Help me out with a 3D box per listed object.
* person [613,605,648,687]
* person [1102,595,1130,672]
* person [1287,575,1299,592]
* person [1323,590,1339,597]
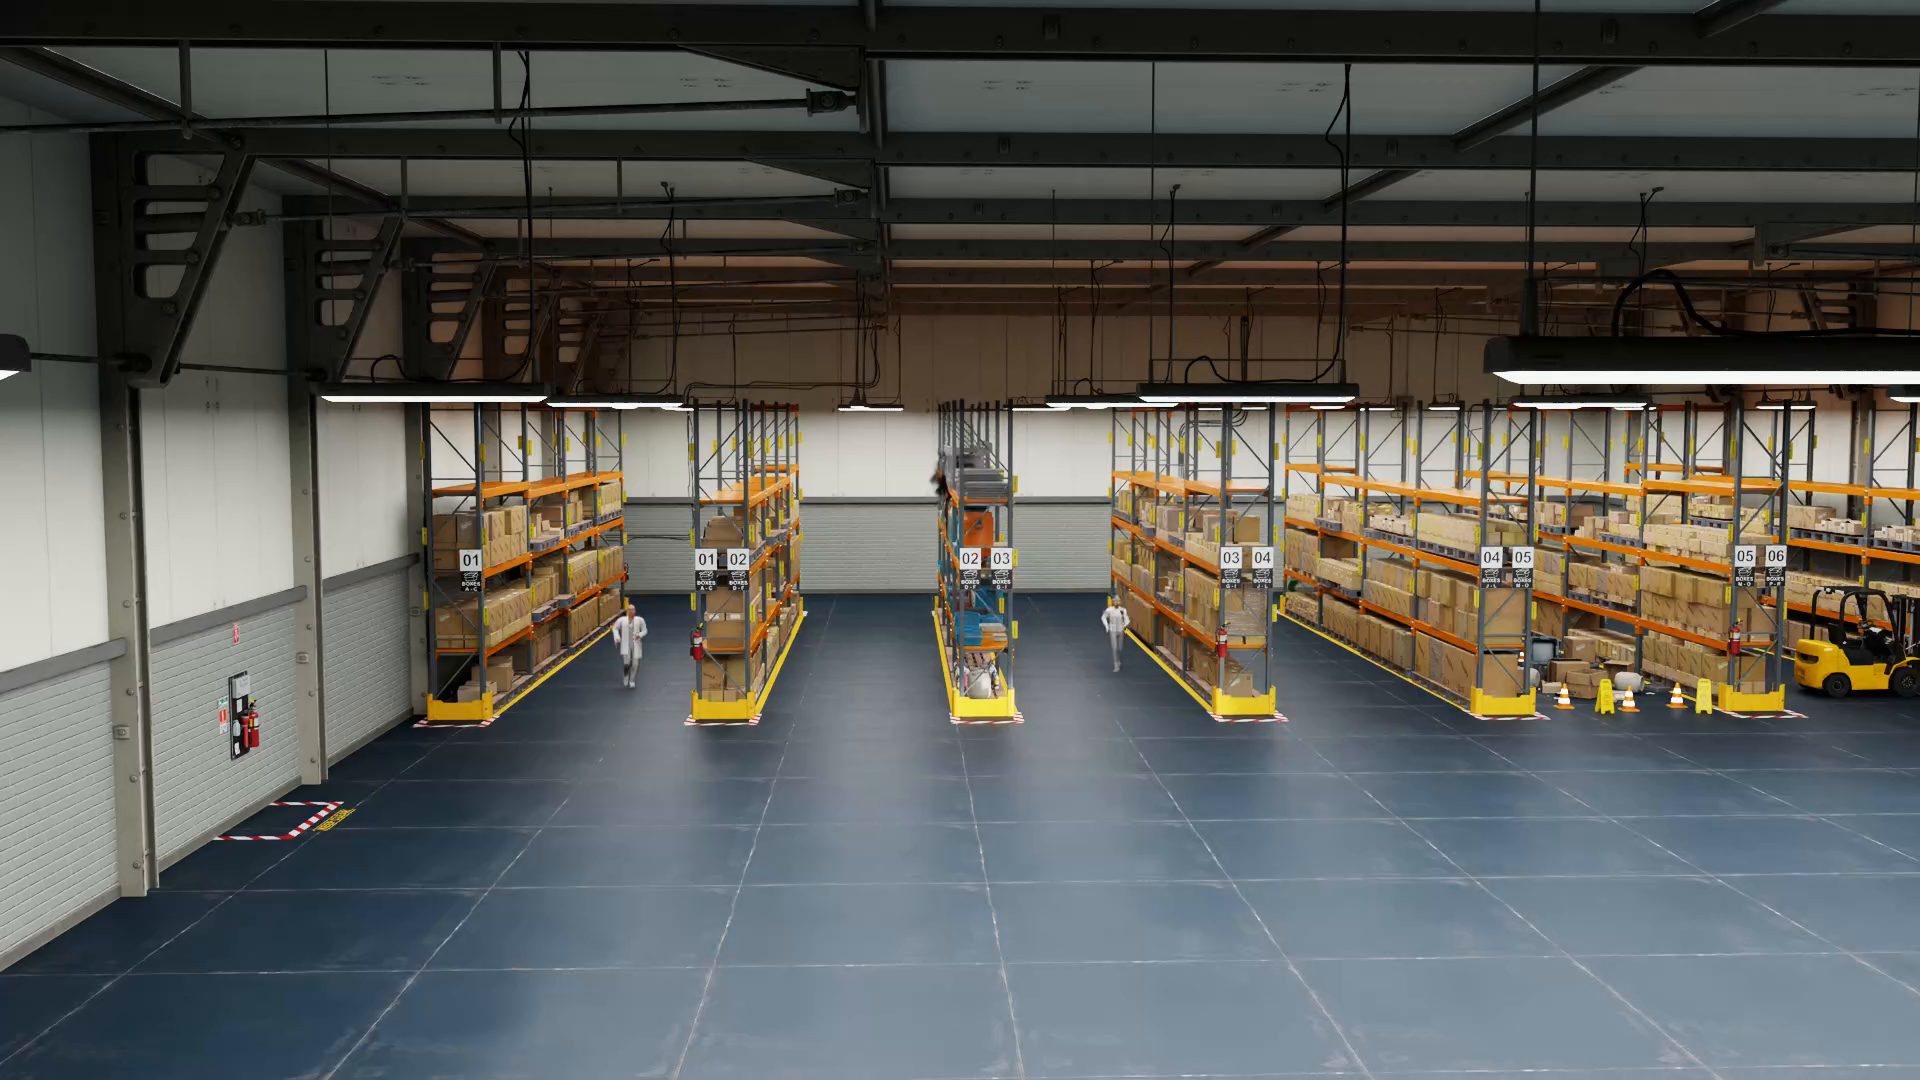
[{"bbox_3d":[-6.846,2.218,34.588,0.704,1.734,0.653,-1,4,-15],"label":"person"},{"bbox_3d":[3.486,2.062,37.170,0.620,1.700,0.774,0,4,-2],"label":"person"},{"bbox_3d":[9.903,1.154,49.006,0.671,1.725,0.703,2,5,28],"label":"person"},{"bbox_3d":[10.822,1.123,49.079,0.955,1.720,0.660,-2,5,-19],"label":"person"}]
